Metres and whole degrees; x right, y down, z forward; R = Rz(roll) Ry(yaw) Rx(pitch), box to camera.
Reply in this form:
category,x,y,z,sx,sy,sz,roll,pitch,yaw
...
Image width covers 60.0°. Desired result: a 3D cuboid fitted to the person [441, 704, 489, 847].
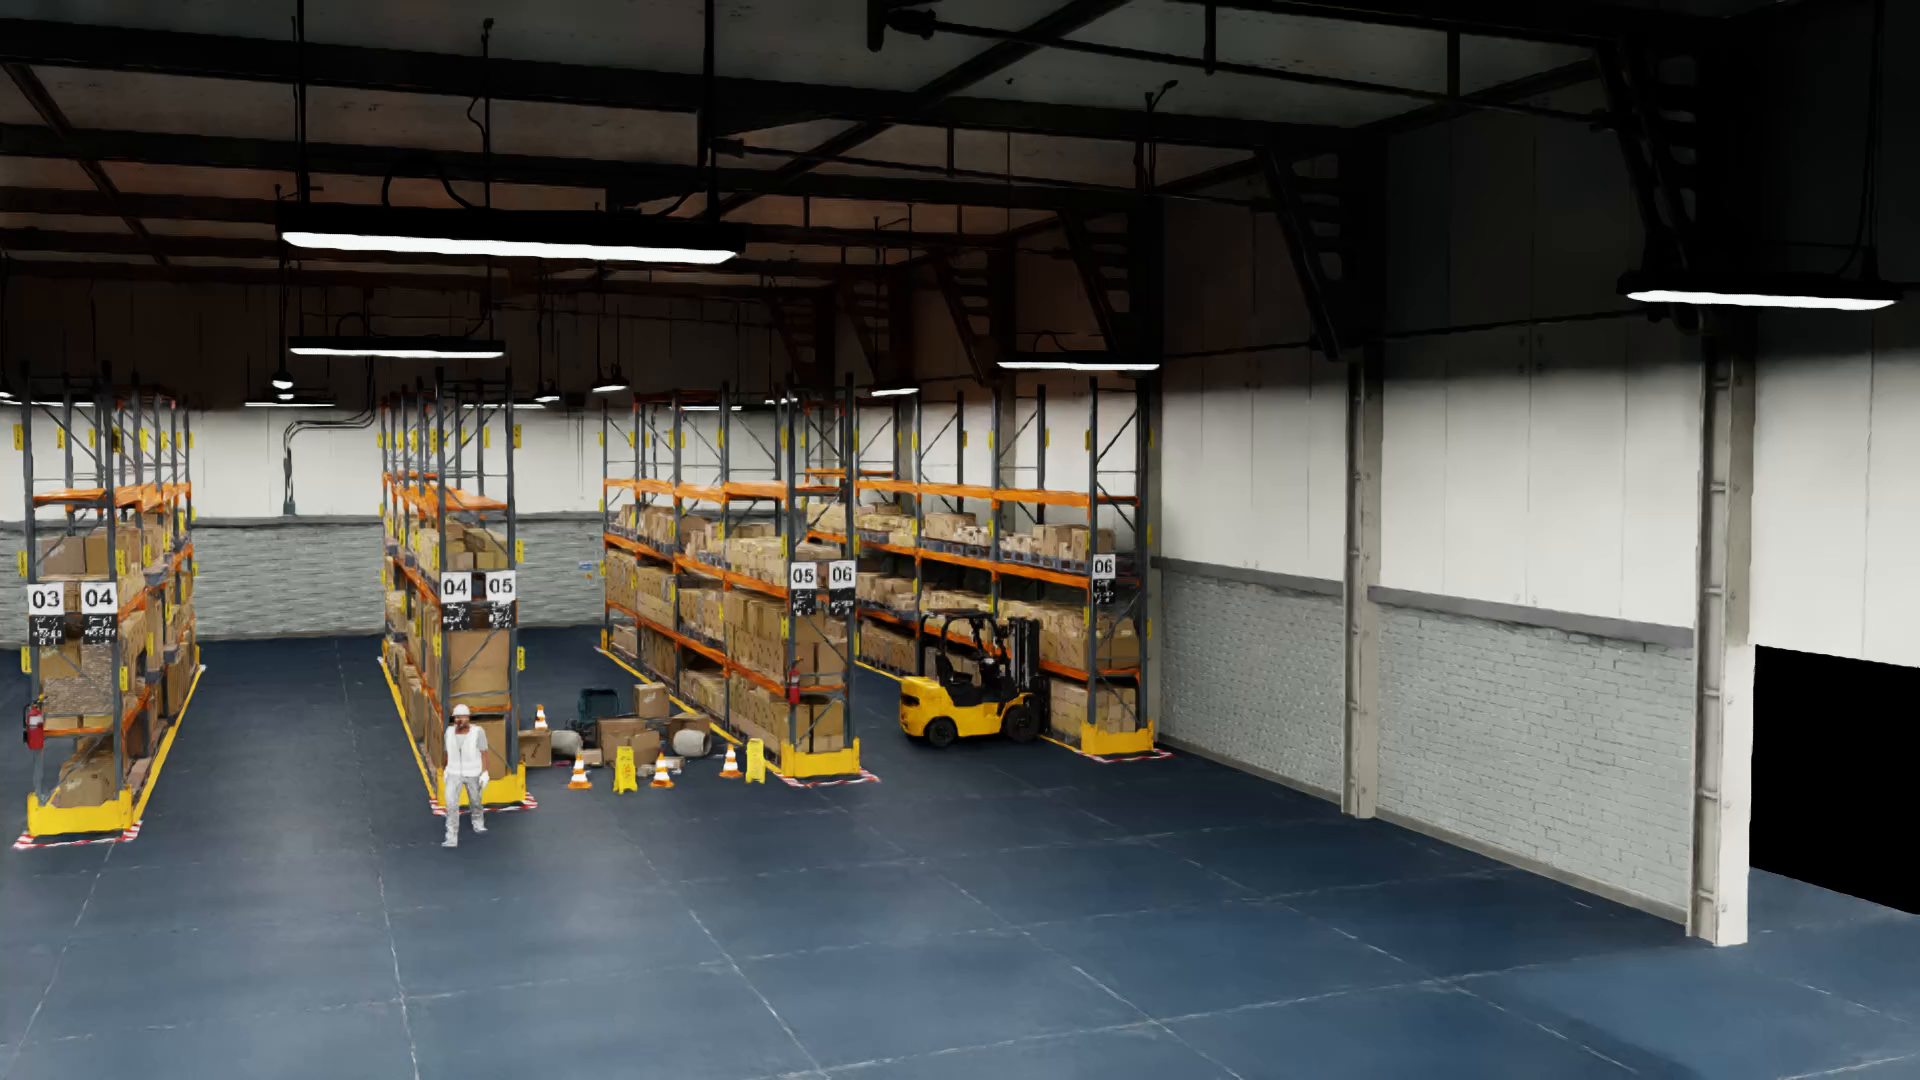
category,x,y,z,sx,sy,sz,roll,pitch,yaw
person,-6.139,2.891,20.649,0.591,1.746,0.951,0,3,-6
